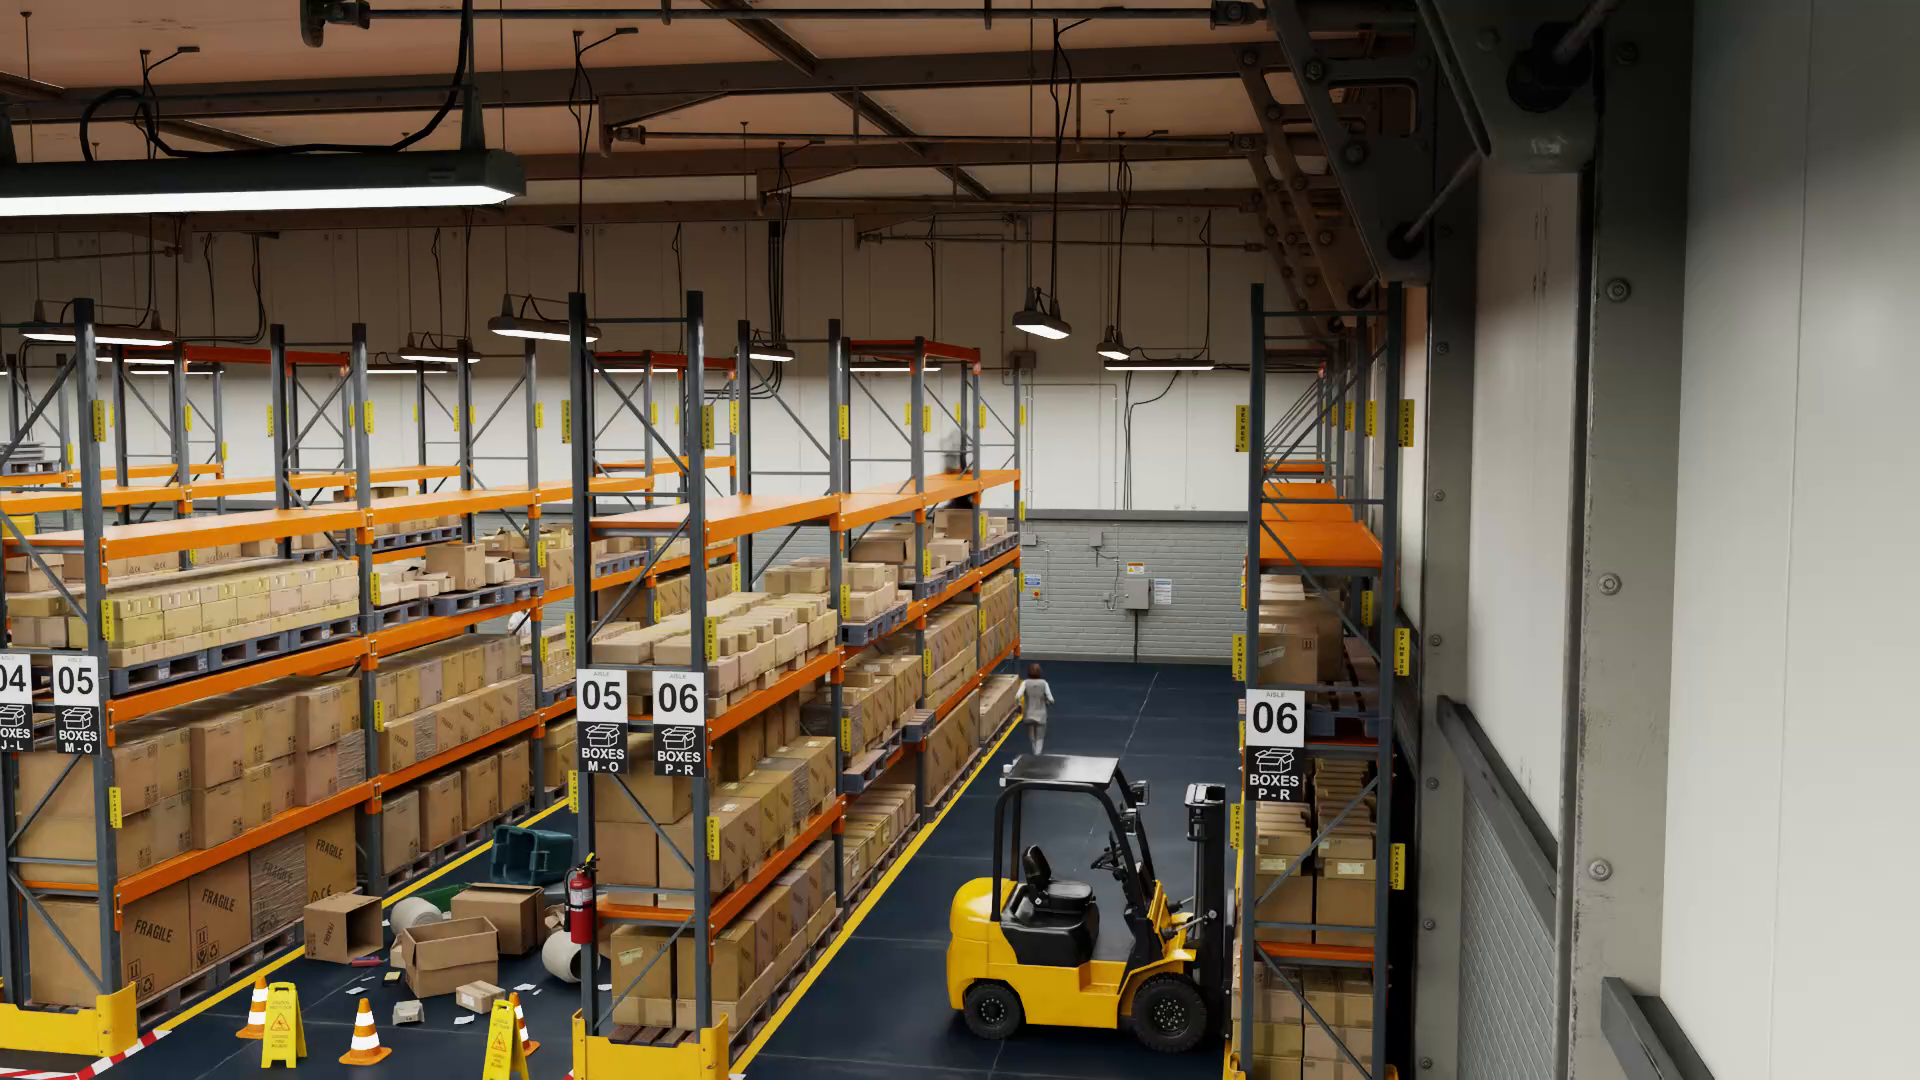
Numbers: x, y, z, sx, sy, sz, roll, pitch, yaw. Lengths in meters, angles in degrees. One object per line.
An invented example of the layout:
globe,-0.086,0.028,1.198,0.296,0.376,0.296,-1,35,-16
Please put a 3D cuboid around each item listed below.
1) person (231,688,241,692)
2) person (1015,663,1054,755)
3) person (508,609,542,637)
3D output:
person,-8.918,2.668,20.536,0.669,1.695,0.860,0,5,4
person,1.041,2.446,23.181,0.544,1.462,0.878,0,5,5
person,-7.882,1.879,30.276,0.691,1.737,0.645,-4,6,-40
